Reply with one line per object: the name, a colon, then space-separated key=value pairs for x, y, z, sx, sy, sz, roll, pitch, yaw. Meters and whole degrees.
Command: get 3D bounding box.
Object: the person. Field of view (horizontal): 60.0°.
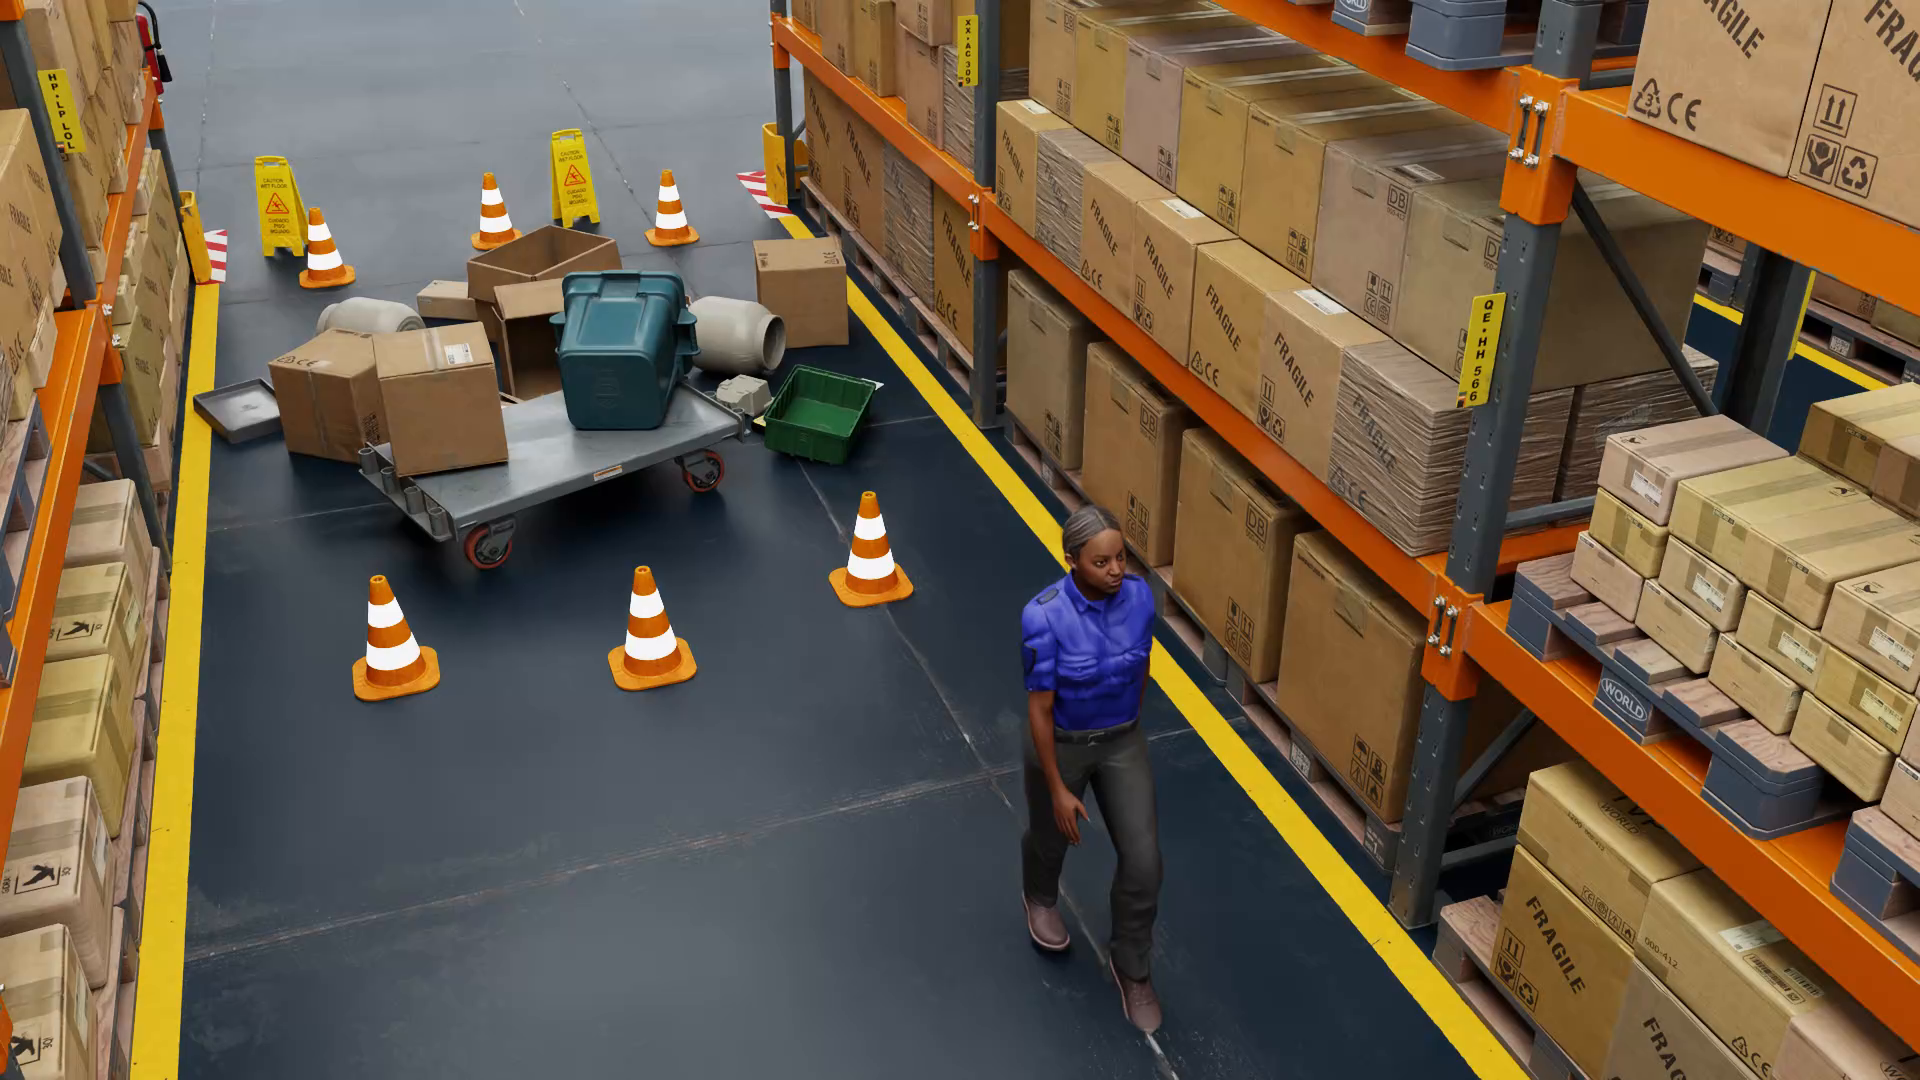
person: x=0.399 y=0.682 z=4.990 sx=0.452 sy=1.712 sz=0.673 roll=-9 pitch=31 yaw=-16
